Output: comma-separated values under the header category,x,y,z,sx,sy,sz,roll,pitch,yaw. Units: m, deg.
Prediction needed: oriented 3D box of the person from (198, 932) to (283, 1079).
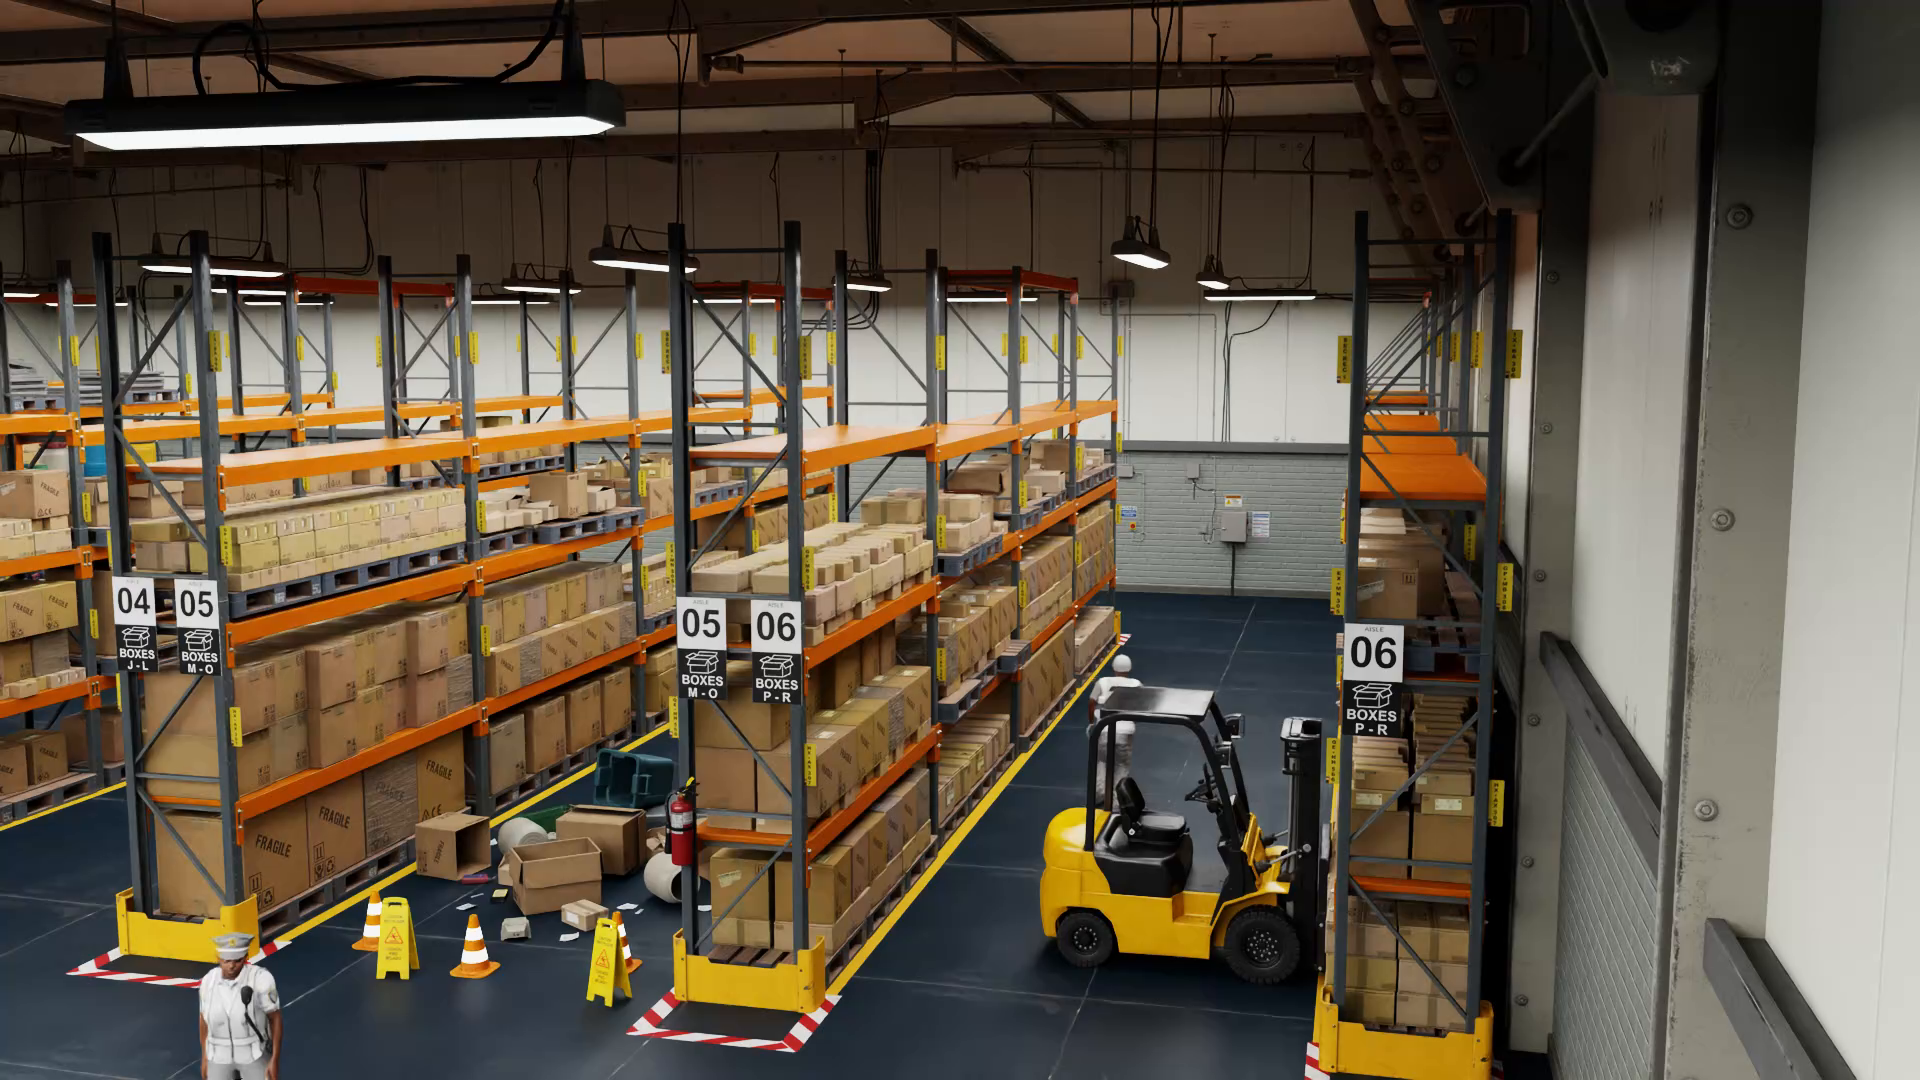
category,x,y,z,sx,sy,sz,roll,pitch,yaw
person,-4.365,3.130,10.159,0.510,1.654,0.588,-1,7,-5

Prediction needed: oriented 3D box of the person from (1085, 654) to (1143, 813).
category,x,y,z,sx,sy,sz,roll,pitch,yaw
person,1.719,2.108,18.350,0.672,1.682,0.796,2,7,14
